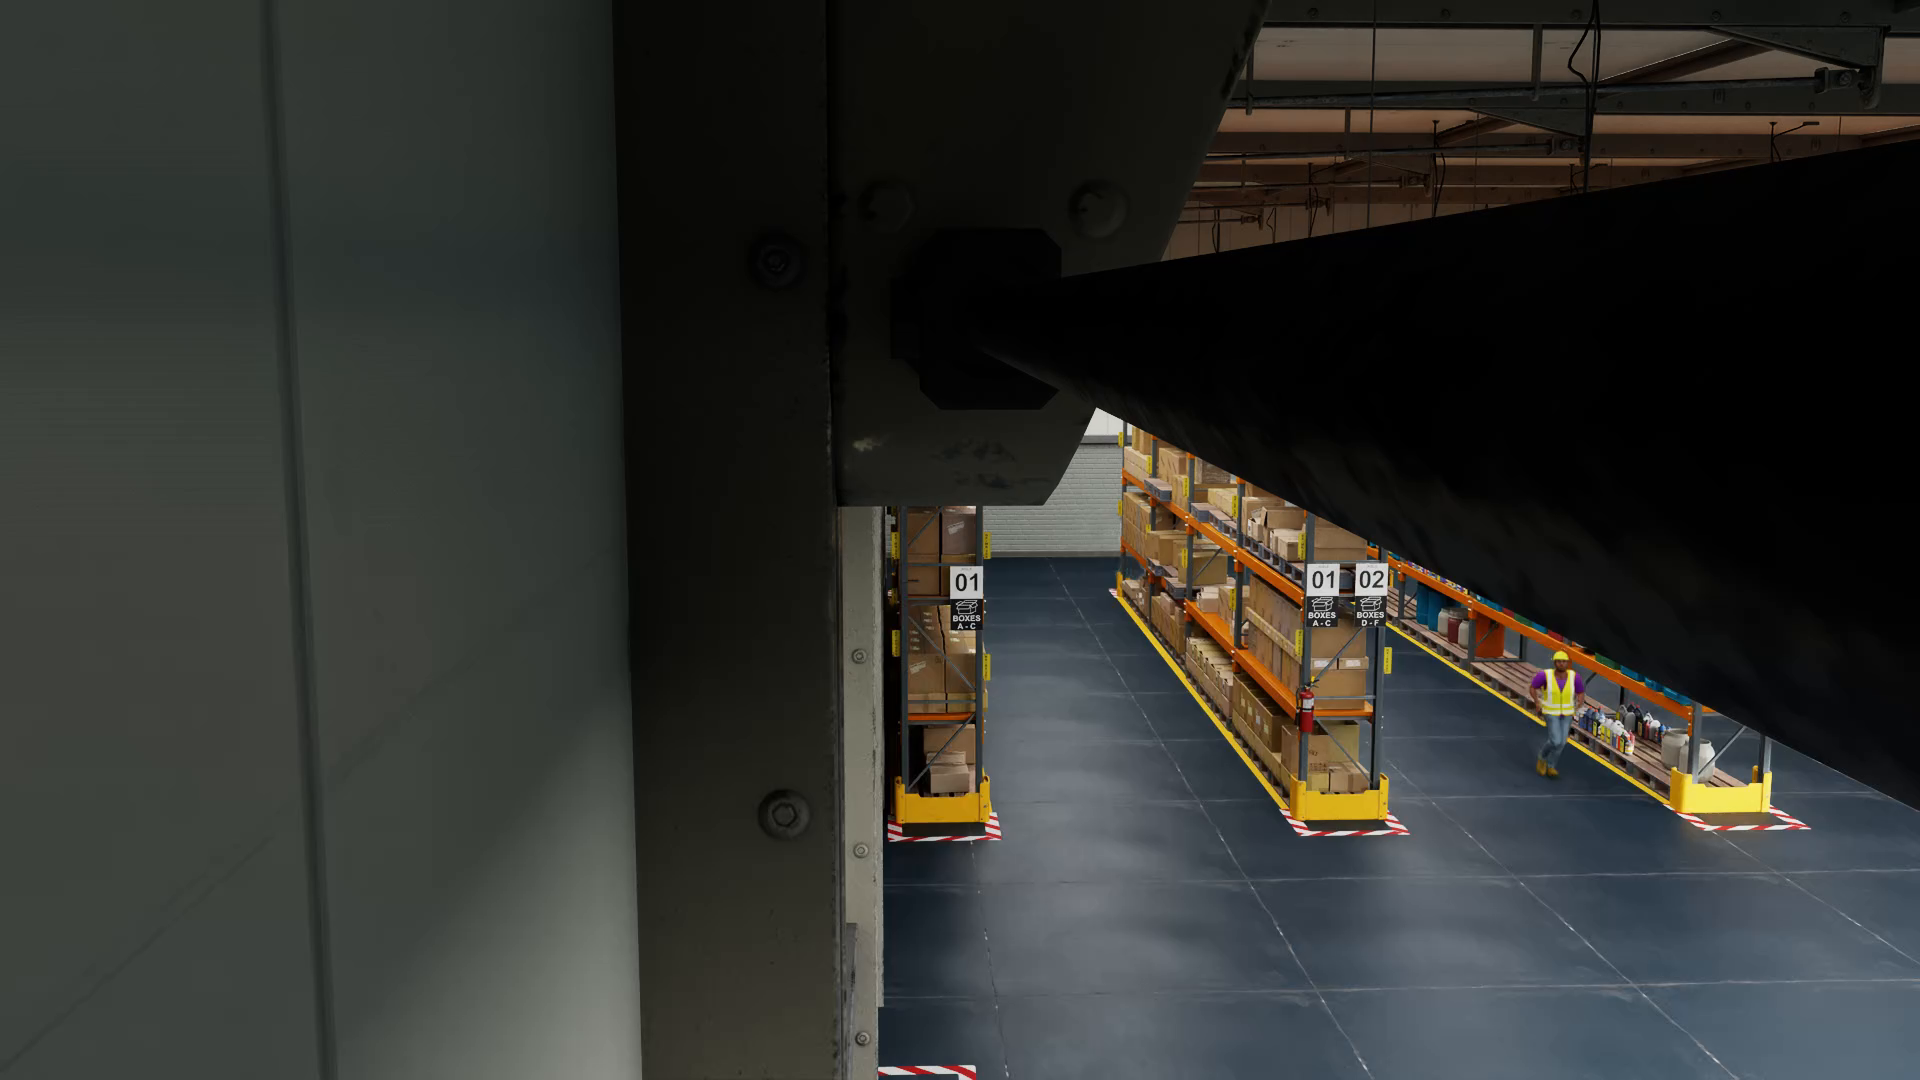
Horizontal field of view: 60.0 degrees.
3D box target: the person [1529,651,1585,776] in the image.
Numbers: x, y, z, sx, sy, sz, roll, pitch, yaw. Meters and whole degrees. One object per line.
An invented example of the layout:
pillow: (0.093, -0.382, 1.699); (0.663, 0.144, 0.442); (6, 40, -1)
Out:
person: (8.036, 2.343, 22.285); (0.675, 1.728, 0.621); (0, 8, 1)
